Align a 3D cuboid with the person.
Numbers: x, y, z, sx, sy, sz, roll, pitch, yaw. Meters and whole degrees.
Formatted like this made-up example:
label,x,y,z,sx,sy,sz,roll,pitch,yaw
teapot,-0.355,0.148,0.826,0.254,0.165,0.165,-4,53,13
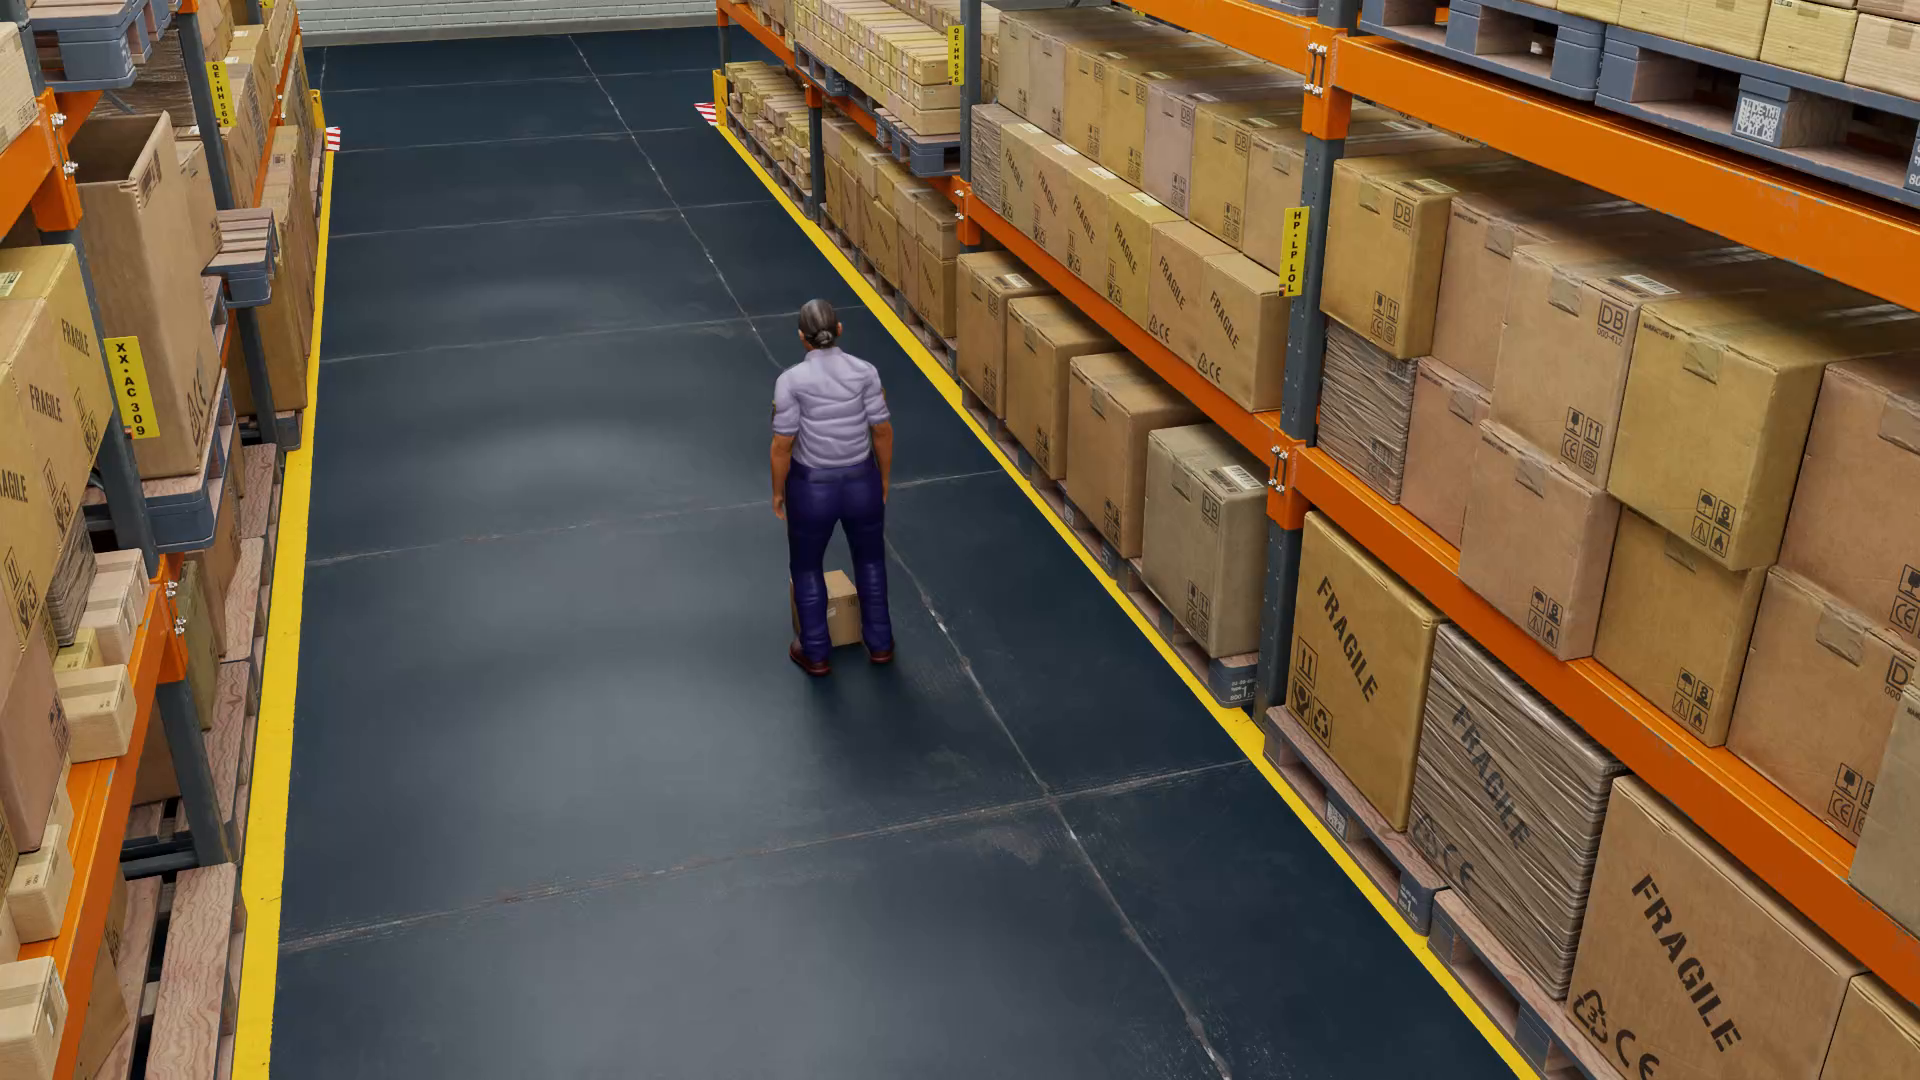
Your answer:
label,x,y,z,sx,sy,sz,roll,pitch,yaw
person,-0.531,-0.207,7.039,0.542,1.652,0.368,-8,28,-16
